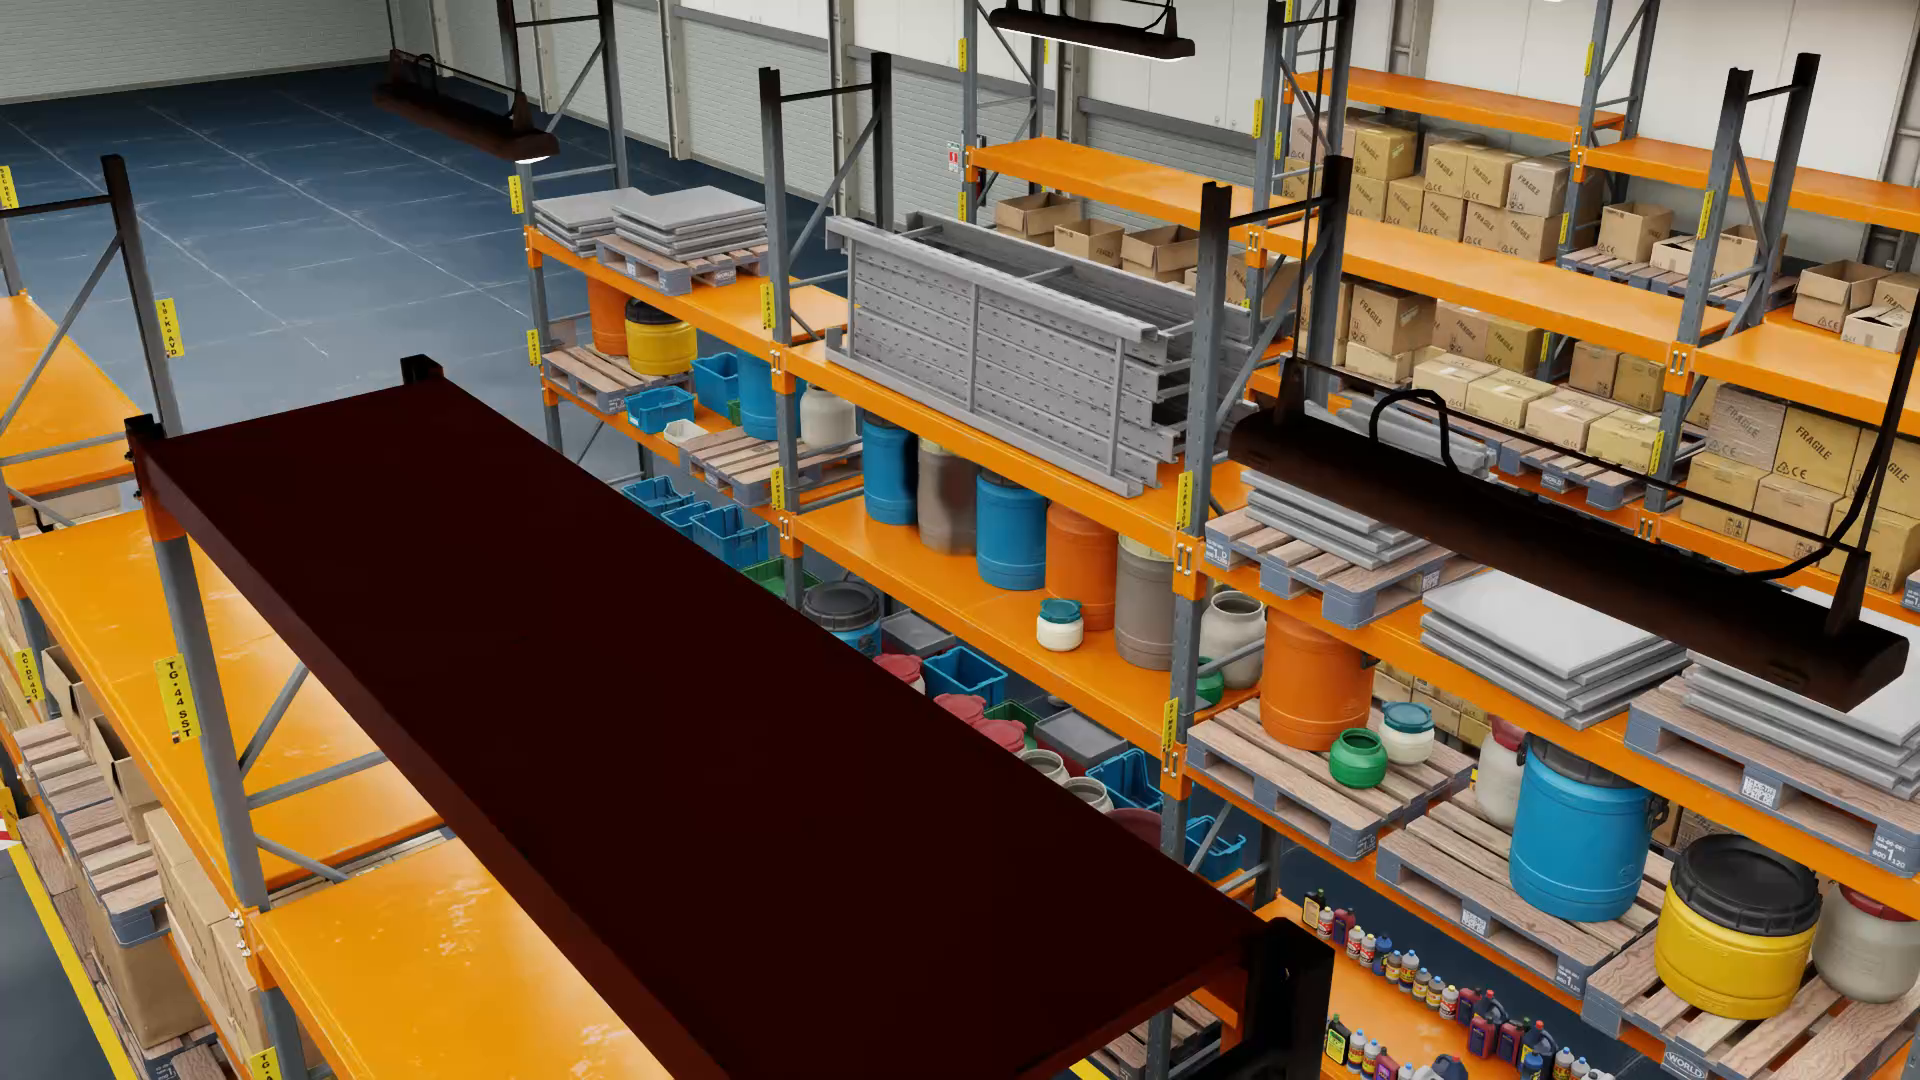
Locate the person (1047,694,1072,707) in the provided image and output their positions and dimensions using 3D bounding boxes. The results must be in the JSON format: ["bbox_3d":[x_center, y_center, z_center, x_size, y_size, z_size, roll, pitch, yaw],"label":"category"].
[{"bbox_3d":[1.007,0.663,14.809,0.436,1.794,0.672,-6,27,-13],"label":"person"}]
